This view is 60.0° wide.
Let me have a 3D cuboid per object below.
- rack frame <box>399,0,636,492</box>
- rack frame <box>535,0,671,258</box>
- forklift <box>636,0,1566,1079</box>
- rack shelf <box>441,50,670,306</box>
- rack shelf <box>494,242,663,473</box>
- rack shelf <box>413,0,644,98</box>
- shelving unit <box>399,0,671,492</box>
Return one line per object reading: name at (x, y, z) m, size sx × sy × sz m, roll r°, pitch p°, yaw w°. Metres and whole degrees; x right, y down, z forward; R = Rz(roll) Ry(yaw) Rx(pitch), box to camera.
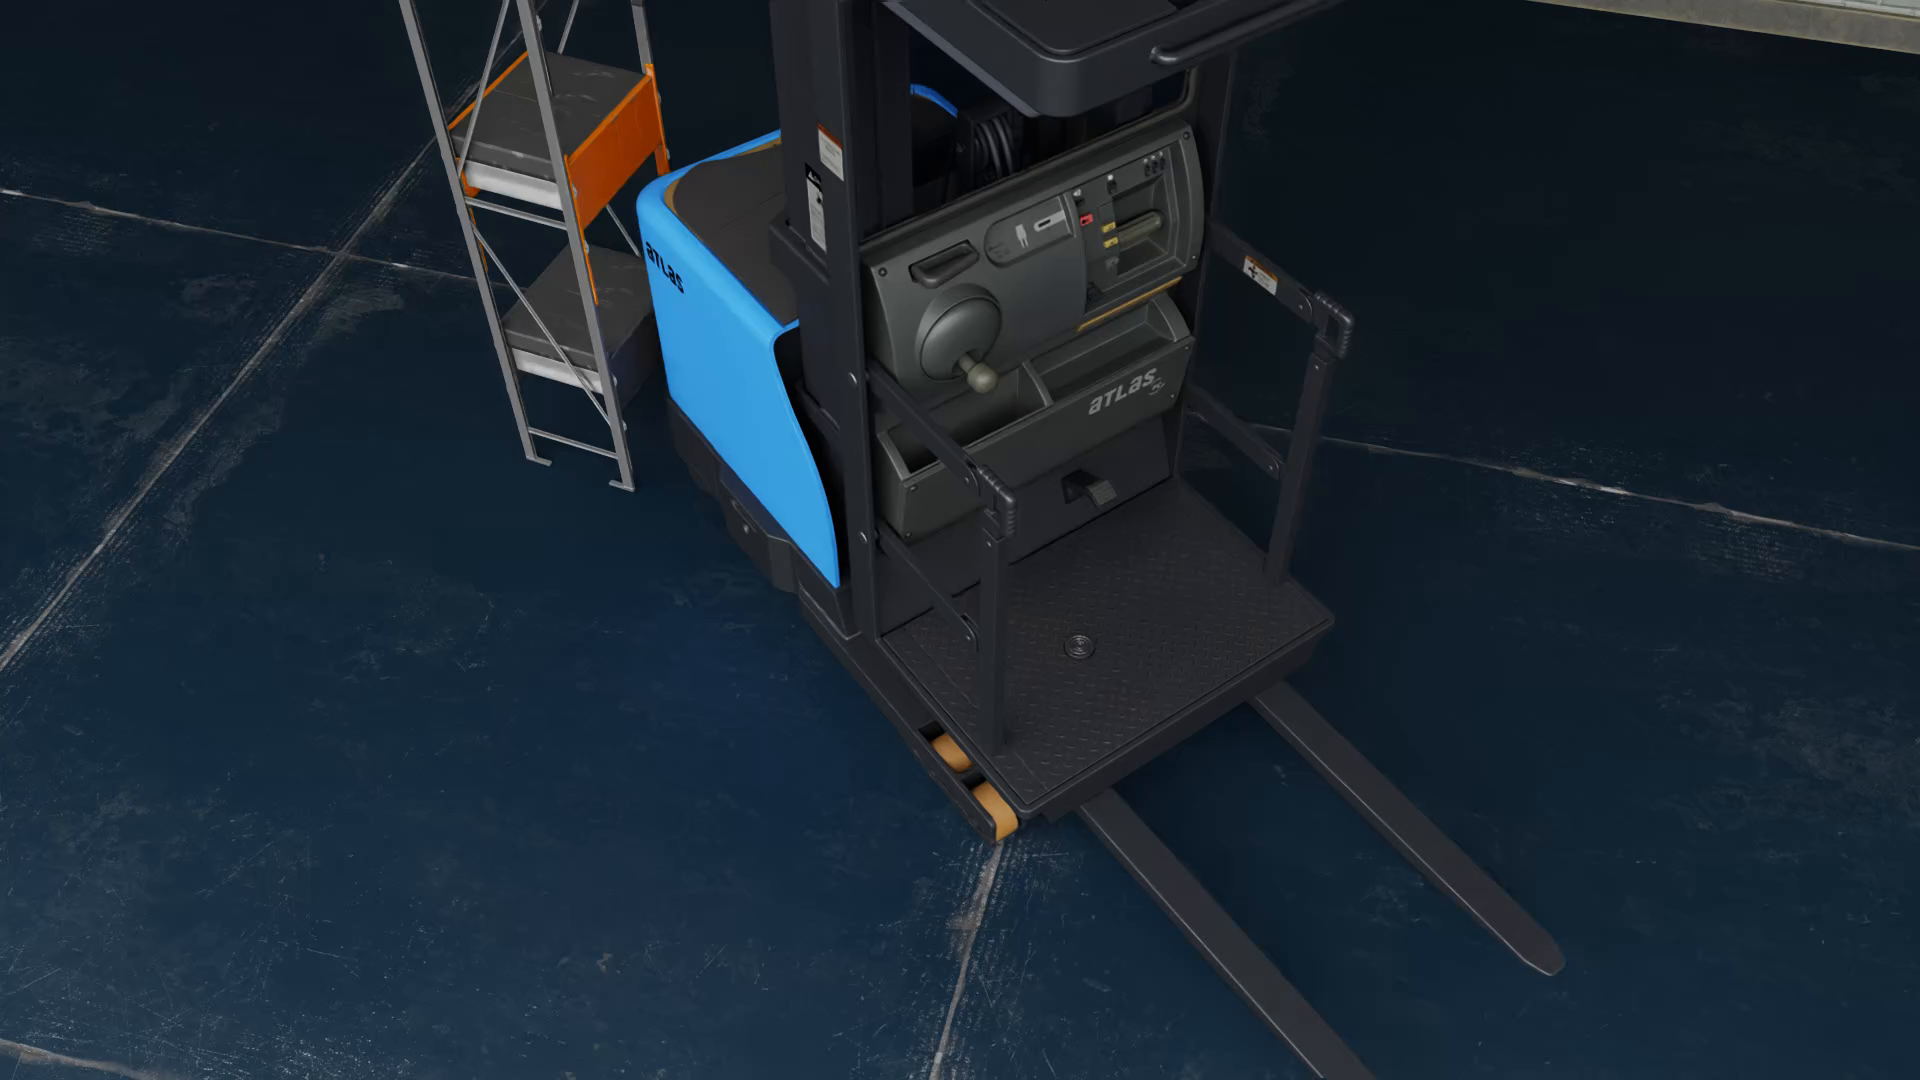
rack frame at (-1.240, -0.910, 4.653) m, size 0.400 × 2.100 × 0.015 m, roll 17°, pitch 51°, yaw 14°
rack frame at (-1.059, -1.250, 4.953) m, size 0.400 × 2.100 × 0.015 m, roll 17°, pitch 51°, yaw 14°
forklift at (0.327, -0.571, 3.799) m, size 1.130 × 2.935 × 3.031 m, roll -28°, pitch 54°, yaw -23°
rack shelf at (-1.150, -1.071, 4.813) m, size 0.431 × 0.518 × 0.480 m, roll 17°, pitch 51°, yaw 14°
rack shelf at (-1.149, -0.608, 5.338) m, size 0.431 × 0.518 × 0.480 m, roll 17°, pitch 51°, yaw 14°
rack shelf at (-1.150, -1.534, 4.288) m, size 0.431 × 0.518 × 0.480 m, roll 17°, pitch 51°, yaw 14°
shelving unit at (-1.150, -1.080, 4.803) m, size 0.431 × 2.100 × 0.503 m, roll 17°, pitch 51°, yaw 14°
